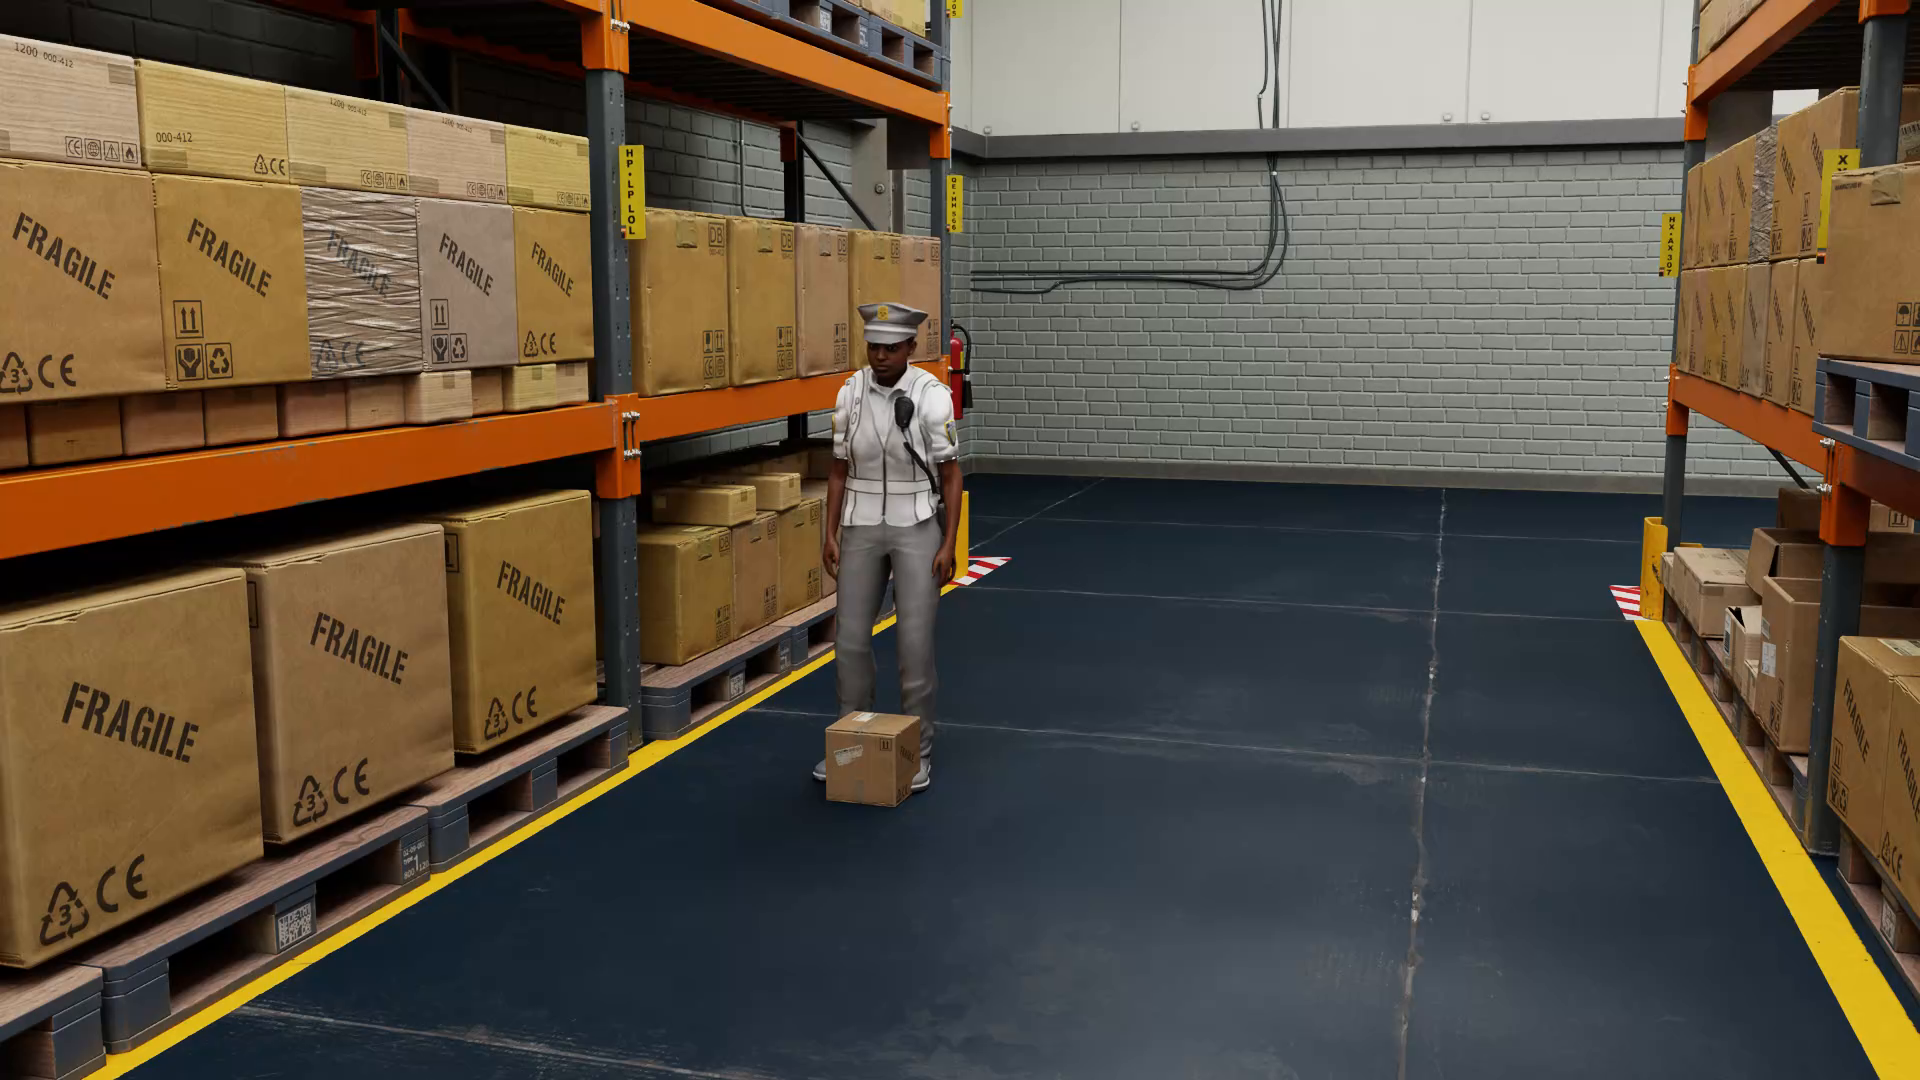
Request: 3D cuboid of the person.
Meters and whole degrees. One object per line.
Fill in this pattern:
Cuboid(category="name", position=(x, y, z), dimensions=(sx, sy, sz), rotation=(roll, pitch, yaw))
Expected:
Cuboid(category="person", position=(-0.249, 0.013, 5.759), dimensions=(0.501, 1.657, 0.423), rotation=(2, 9, 15))
